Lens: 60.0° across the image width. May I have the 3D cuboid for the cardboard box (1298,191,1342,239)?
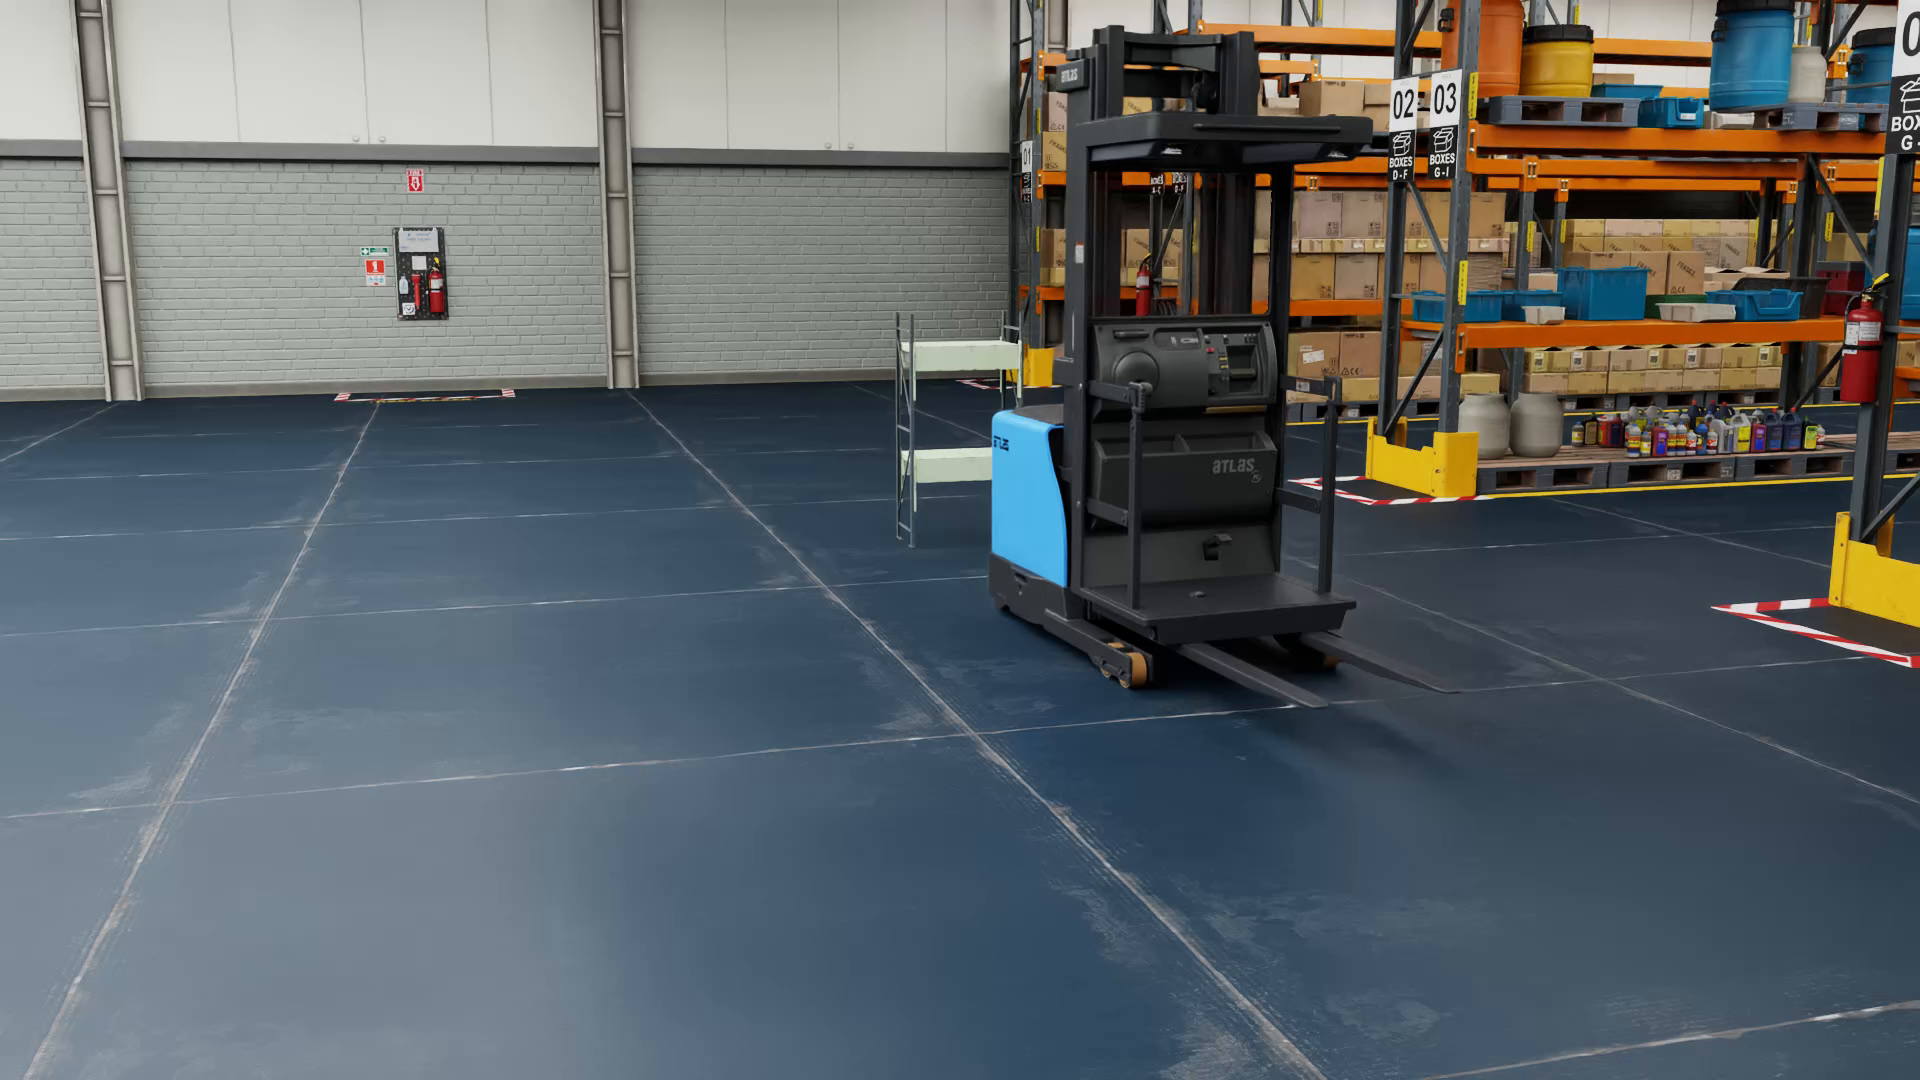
[{"bbox_3d":[3.744,-3.522,18.033,0.500,0.500,0.700,-3,11,-16],"label":"cardboard box"}]

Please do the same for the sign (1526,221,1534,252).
[{"bbox_3d":[6.251,-3.328,18.230,0.005,0.325,0.100,-3,11,-16],"label":"sign"}]

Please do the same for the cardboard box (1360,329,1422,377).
[{"bbox_3d":[4.748,-2.072,18.381,0.500,0.500,0.500,-3,11,-16],"label":"cardboard box"}]

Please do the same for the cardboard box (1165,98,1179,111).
[{"bbox_3d":[2.692,-5.786,22.815,0.500,0.500,0.500,-3,11,-16],"label":"cardboard box"}]

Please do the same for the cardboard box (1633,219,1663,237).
[{"bbox_3d":[10.050,-4.629,24.681,0.500,0.250,0.500,-3,11,-16],"label":"cardboard box"}]

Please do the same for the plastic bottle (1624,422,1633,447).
[{"bbox_3d":[5.711,-0.900,14.162,0.097,0.201,0.097,0,10,0],"label":"plastic bottle"}]

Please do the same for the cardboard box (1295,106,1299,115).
[{"bbox_3d":[3.820,-4.596,18.144,0.500,0.311,0.500,-2,11,-9],"label":"cardboard box"}]

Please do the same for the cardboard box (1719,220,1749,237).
[{"bbox_3d":[11.517,-4.707,25.108,0.500,0.250,0.500,-3,11,-15],"label":"cardboard box"}]

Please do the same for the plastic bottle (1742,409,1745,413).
[{"bbox_3d":[6.774,-0.999,14.478,0.133,0.283,0.061,-3,11,-16],"label":"plastic bottle"}]

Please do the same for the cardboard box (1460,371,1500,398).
[{"bbox_3d":[5.710,-1.753,18.716,0.500,0.250,0.500,-3,11,-16],"label":"cardboard box"}]

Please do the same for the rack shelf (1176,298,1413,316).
[{"bbox_3d":[4.174,-2.505,18.354,4.000,0.370,1.077,-3,11,-16],"label":"rack shelf"}]

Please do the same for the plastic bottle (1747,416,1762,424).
[{"bbox_3d":[6.688,-0.907,13.999,0.135,0.276,0.152,-3,11,-16],"label":"plastic bottle"}]

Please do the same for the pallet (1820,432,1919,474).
[{"bbox_3d":[8.218,-0.774,14.666,1.213,0.211,1.003,-3,11,-16],"label":"pallet"}]

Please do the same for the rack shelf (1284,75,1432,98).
[{"bbox_3d":[6.627,-6.322,23.624,4.000,0.370,1.077,-3,11,-16],"label":"rack shelf"}]

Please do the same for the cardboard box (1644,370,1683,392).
[{"bbox_3d":[8.027,-1.869,19.350,0.500,0.250,0.500,-3,11,-15],"label":"cardboard box"}]

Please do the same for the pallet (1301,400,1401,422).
[{"bbox_3d":[4.146,-1.493,18.574,1.213,0.211,1.003,-3,11,-16],"label":"pallet"}]

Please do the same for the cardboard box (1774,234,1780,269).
[{"bbox_3d":[12.913,-4.398,25.821,0.700,0.700,0.980,-3,11,-15],"label":"cardboard box"}]

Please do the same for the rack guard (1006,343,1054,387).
[{"bbox_3d":[0.939,-2.393,22.663,0.348,0.500,1.175,-3,11,-16],"label":"rack guard"}]

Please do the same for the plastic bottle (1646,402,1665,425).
[{"bbox_3d":[5.995,-1.012,14.362,0.185,0.351,0.144,-3,11,-16],"label":"plastic bottle"}]

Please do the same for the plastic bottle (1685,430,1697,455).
[{"bbox_3d":[5.983,-0.801,13.628,0.097,0.201,0.097,0,10,0],"label":"plastic bottle"}]

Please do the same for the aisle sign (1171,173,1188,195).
[{"bbox_3d":[2.276,-3.979,17.197,0.004,0.787,0.394,-3,11,-16],"label":"aisle sign"}]

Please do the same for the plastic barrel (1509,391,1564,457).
[{"bbox_3d":[4.727,-0.951,13.639,0.421,0.512,0.421,0,10,0],"label":"plastic barrel"}]

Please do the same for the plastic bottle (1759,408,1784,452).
[{"bbox_3d":[6.753,-0.920,13.859,0.185,0.351,0.144,-4,11,-19],"label":"plastic bottle"}]

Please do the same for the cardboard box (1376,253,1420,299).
[{"bbox_3d":[4.683,-2.933,18.417,0.500,0.500,0.700,-3,11,-15],"label":"cardboard box"}]

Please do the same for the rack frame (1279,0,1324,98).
[{"bbox_3d":[4.706,-6.771,22.973,0.127,3.000,1.000,-3,11,-16],"label":"rack frame"}]

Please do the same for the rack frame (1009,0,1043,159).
[{"bbox_3d":[0.866,-6.569,21.873,0.127,3.000,1.000,-3,11,-16],"label":"rack frame"}]

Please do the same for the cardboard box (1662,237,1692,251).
[{"bbox_3d":[10.565,-4.286,24.890,0.500,0.500,0.500,-3,11,-14],"label":"cardboard box"}]

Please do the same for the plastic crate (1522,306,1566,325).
[{"bbox_3d":[4.584,-1.756,13.027,0.250,0.136,0.298,-3,11,-16],"label":"plastic crate"}]

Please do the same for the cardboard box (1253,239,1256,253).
[{"bbox_3d":[2.944,-3.122,17.651,0.250,0.149,0.380,-3,11,-17],"label":"cardboard box"}]

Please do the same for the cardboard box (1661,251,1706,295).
[{"bbox_3d":[8.329,-3.124,19.453,0.500,0.500,0.500,-4,11,-19],"label":"cardboard box"}]

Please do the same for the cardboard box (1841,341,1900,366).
[{"bbox_3d":[10.953,-2.150,20.130,0.500,0.500,0.500,-3,11,-18],"label":"cardboard box"}]

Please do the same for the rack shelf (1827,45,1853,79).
[{"bbox_3d":[11.855,-5.663,20.047,4.000,0.370,1.077,-3,11,-16],"label":"rack shelf"}]

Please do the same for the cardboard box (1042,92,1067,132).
[{"bbox_3d":[1.303,-5.622,21.920,0.500,0.500,0.500,-4,11,-20],"label":"cardboard box"}]

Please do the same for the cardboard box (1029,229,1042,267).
[{"bbox_3d":[1.259,-3.984,22.690,0.500,0.500,0.500,-3,11,-17],"label":"cardboard box"}]

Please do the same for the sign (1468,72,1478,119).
[{"bbox_3d":[3.784,-3.280,12.268,0.005,0.325,0.100,-3,11,-16],"label":"sign"}]

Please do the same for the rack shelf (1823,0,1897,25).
[{"bbox_3d":[9.396,-4.600,14.269,4.000,0.370,1.077,-3,11,-16],"label":"rack shelf"}]

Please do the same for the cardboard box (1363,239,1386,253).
[{"bbox_3d":[4.419,-3.199,18.071,0.250,0.149,0.380,-3,11,-14],"label":"cardboard box"}]

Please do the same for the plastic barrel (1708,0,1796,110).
[{"bbox_3d":[6.490,-3.995,13.633,0.708,0.901,0.600,-3,11,-16],"label":"plastic barrel"}]

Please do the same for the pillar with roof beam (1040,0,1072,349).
[{"bbox_3d":[2.499,-6.006,18.817,0.400,9.000,9.100,-3,11,-16],"label":"pillar with roof beam"}]

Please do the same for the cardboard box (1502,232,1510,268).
[{"bbox_3d":[7.569,-4.230,24.249,0.500,0.500,0.700,-4,11,-21],"label":"cardboard box"}]

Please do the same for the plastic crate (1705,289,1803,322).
[{"bbox_3d":[6.489,-1.922,13.614,0.616,0.251,0.499,-3,11,-16],"label":"plastic crate"}]

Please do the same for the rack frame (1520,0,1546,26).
[{"bbox_3d":[6.094,-5.910,18.296,0.127,3.000,1.000,-3,11,-16],"label":"rack frame"}]

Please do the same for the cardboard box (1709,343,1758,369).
[{"bbox_3d":[9.004,-2.196,19.573,0.500,0.311,0.500,-3,11,-17],"label":"cardboard box"}]

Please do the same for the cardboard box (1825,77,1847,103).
[{"bbox_3d":[10.356,-5.199,19.681,0.500,0.500,0.500,-3,11,-16],"label":"cardboard box"}]

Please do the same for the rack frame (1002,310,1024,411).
[{"bbox_3d":[0.345,-0.756,11.009,0.023,1.500,0.400,-3,11,-16],"label":"rack frame"}]

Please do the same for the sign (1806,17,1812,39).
[{"bbox_3d":[12.551,-7.581,24.571,0.005,0.325,0.100,-3,11,-16],"label":"sign"}]

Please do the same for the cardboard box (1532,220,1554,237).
[{"bbox_3d":[8.910,-4.665,24.879,0.500,0.250,0.500,-3,11,-14],"label":"cardboard box"}]

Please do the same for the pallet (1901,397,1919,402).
[{"bbox_3d":[11.832,-1.883,20.692,1.213,0.211,1.003,-3,11,-16],"label":"pallet"}]

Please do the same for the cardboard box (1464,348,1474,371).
[{"bbox_3d":[5.562,-2.214,19.150,0.500,0.500,0.500,-3,11,-16],"label":"cardboard box"}]

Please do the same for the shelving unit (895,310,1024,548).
[{"bbox_3d":[-0.006,-0.737,10.909,0.755,1.500,0.431,-3,11,-16],"label":"shelving unit"}]

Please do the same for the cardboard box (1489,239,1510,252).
[{"bbox_3d":[5.893,-3.277,18.494,0.250,0.149,0.380,-3,11,-16],"label":"cardboard box"}]

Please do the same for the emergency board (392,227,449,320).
[{"bbox_3d":[-6.848,-3.382,21.133,0.643,1.169,0.194,-3,11,-16],"label":"emergency board"}]

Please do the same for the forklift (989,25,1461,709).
[{"bbox_3d":[1.142,-0.861,7.626,1.130,2.935,3.031,-4,11,-20],"label":"forklift"}]
